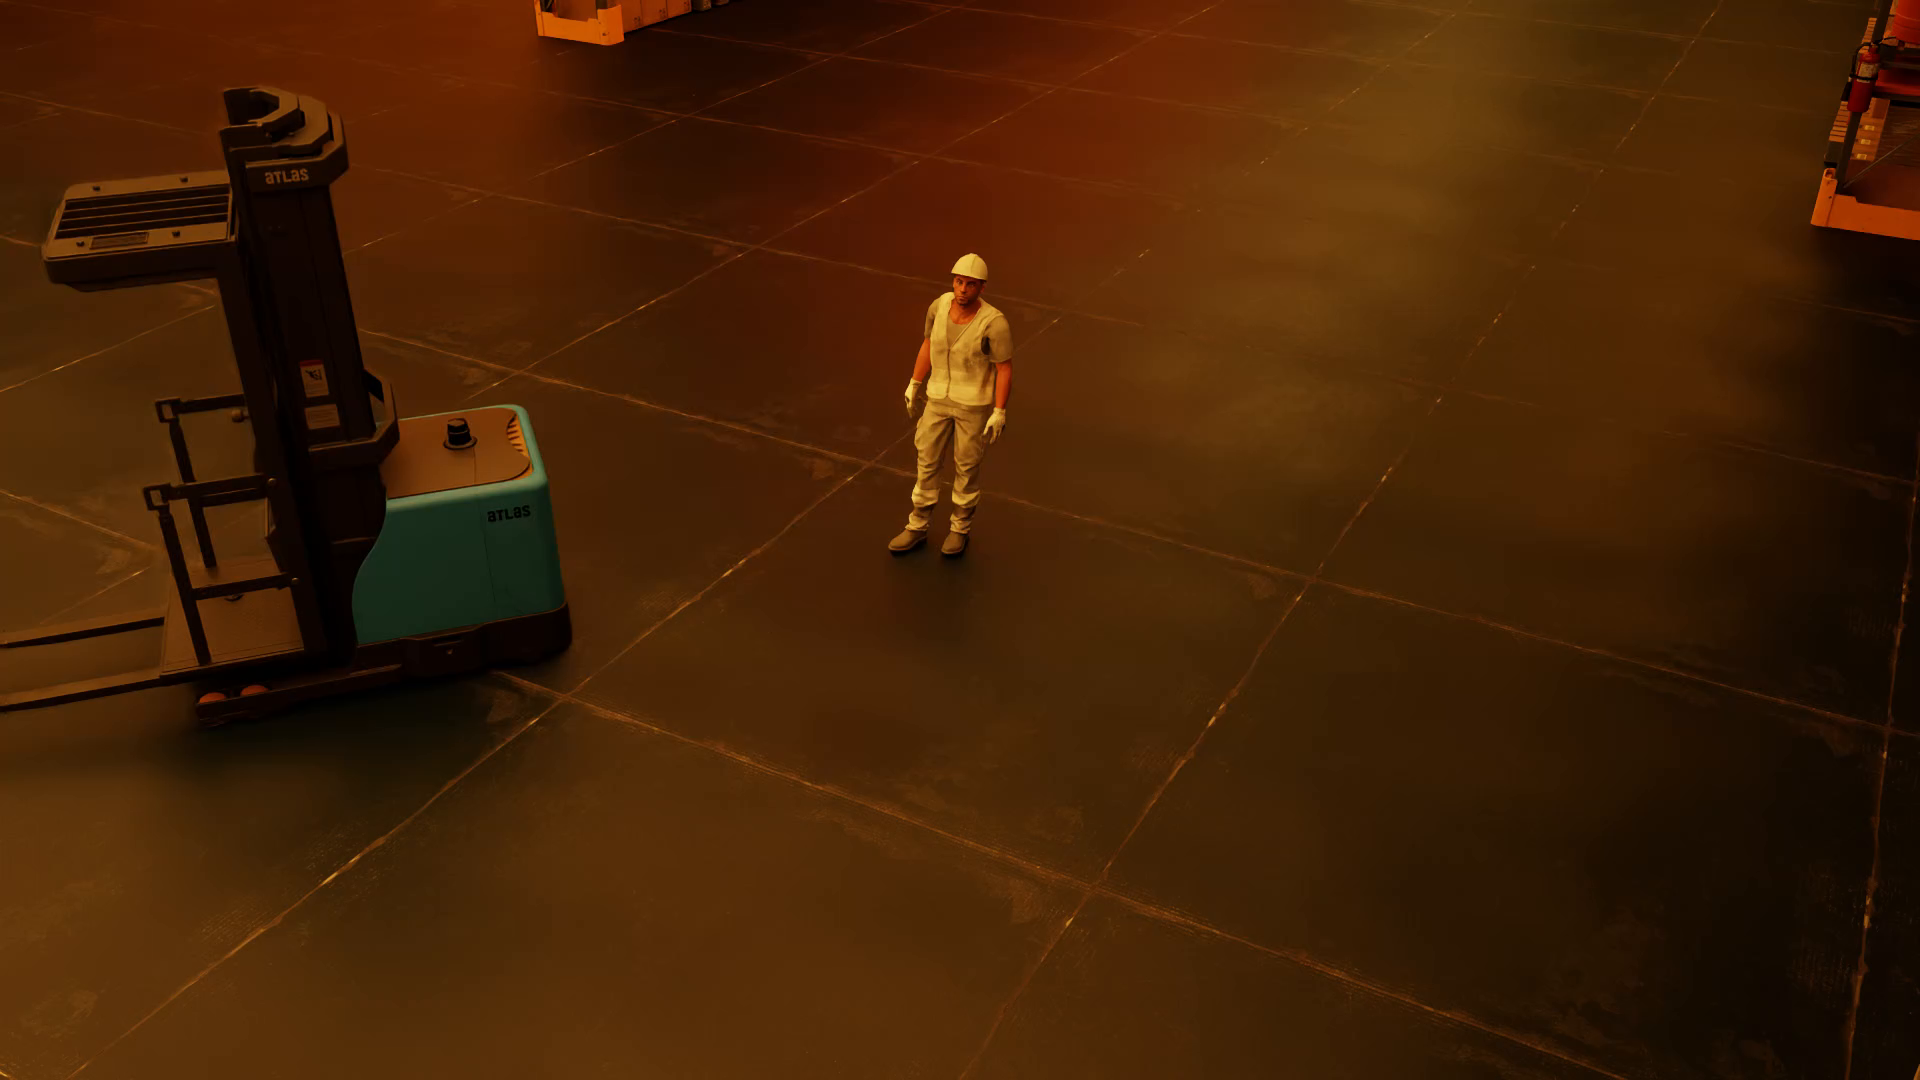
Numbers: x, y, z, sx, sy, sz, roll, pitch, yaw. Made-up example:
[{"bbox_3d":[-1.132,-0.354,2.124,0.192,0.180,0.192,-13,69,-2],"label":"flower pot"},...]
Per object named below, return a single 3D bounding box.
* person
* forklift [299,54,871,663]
[{"bbox_3d":[-0.008,-0.299,8.827,0.911,1.698,0.484,-18,35,-28],"label":"person"},{"bbox_3d":[-2.079,-0.912,8.652,3.031,2.935,1.130,-10,32,-17],"label":"forklift"}]
